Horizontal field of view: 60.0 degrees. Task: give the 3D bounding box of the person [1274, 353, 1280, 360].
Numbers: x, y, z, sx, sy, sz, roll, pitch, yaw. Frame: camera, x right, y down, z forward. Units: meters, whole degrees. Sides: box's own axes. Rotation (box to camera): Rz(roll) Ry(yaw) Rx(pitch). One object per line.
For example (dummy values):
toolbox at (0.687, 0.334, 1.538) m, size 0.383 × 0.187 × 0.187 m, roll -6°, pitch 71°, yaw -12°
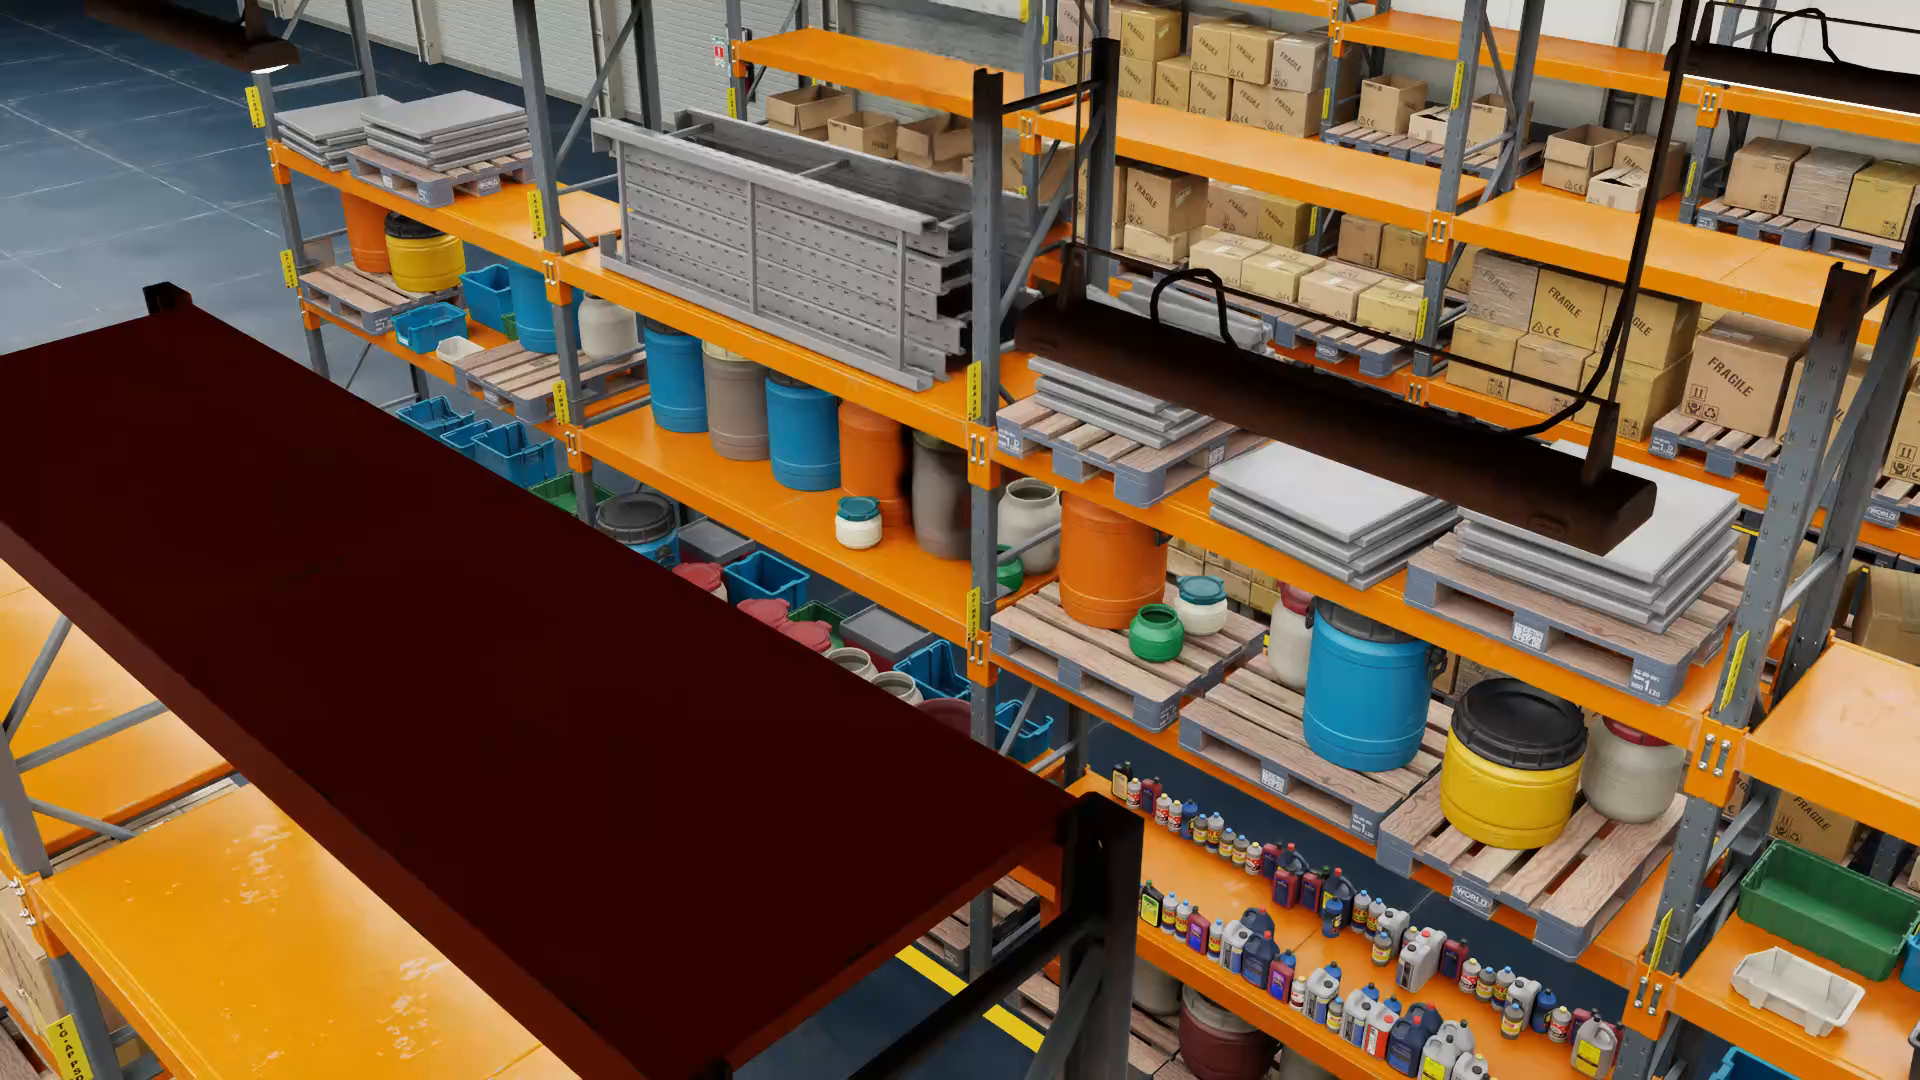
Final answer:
person at (3.182, -1.537, 17.254) m, size 0.887 × 1.696 × 0.529 m, roll 19°, pitch 35°, yaw 31°
